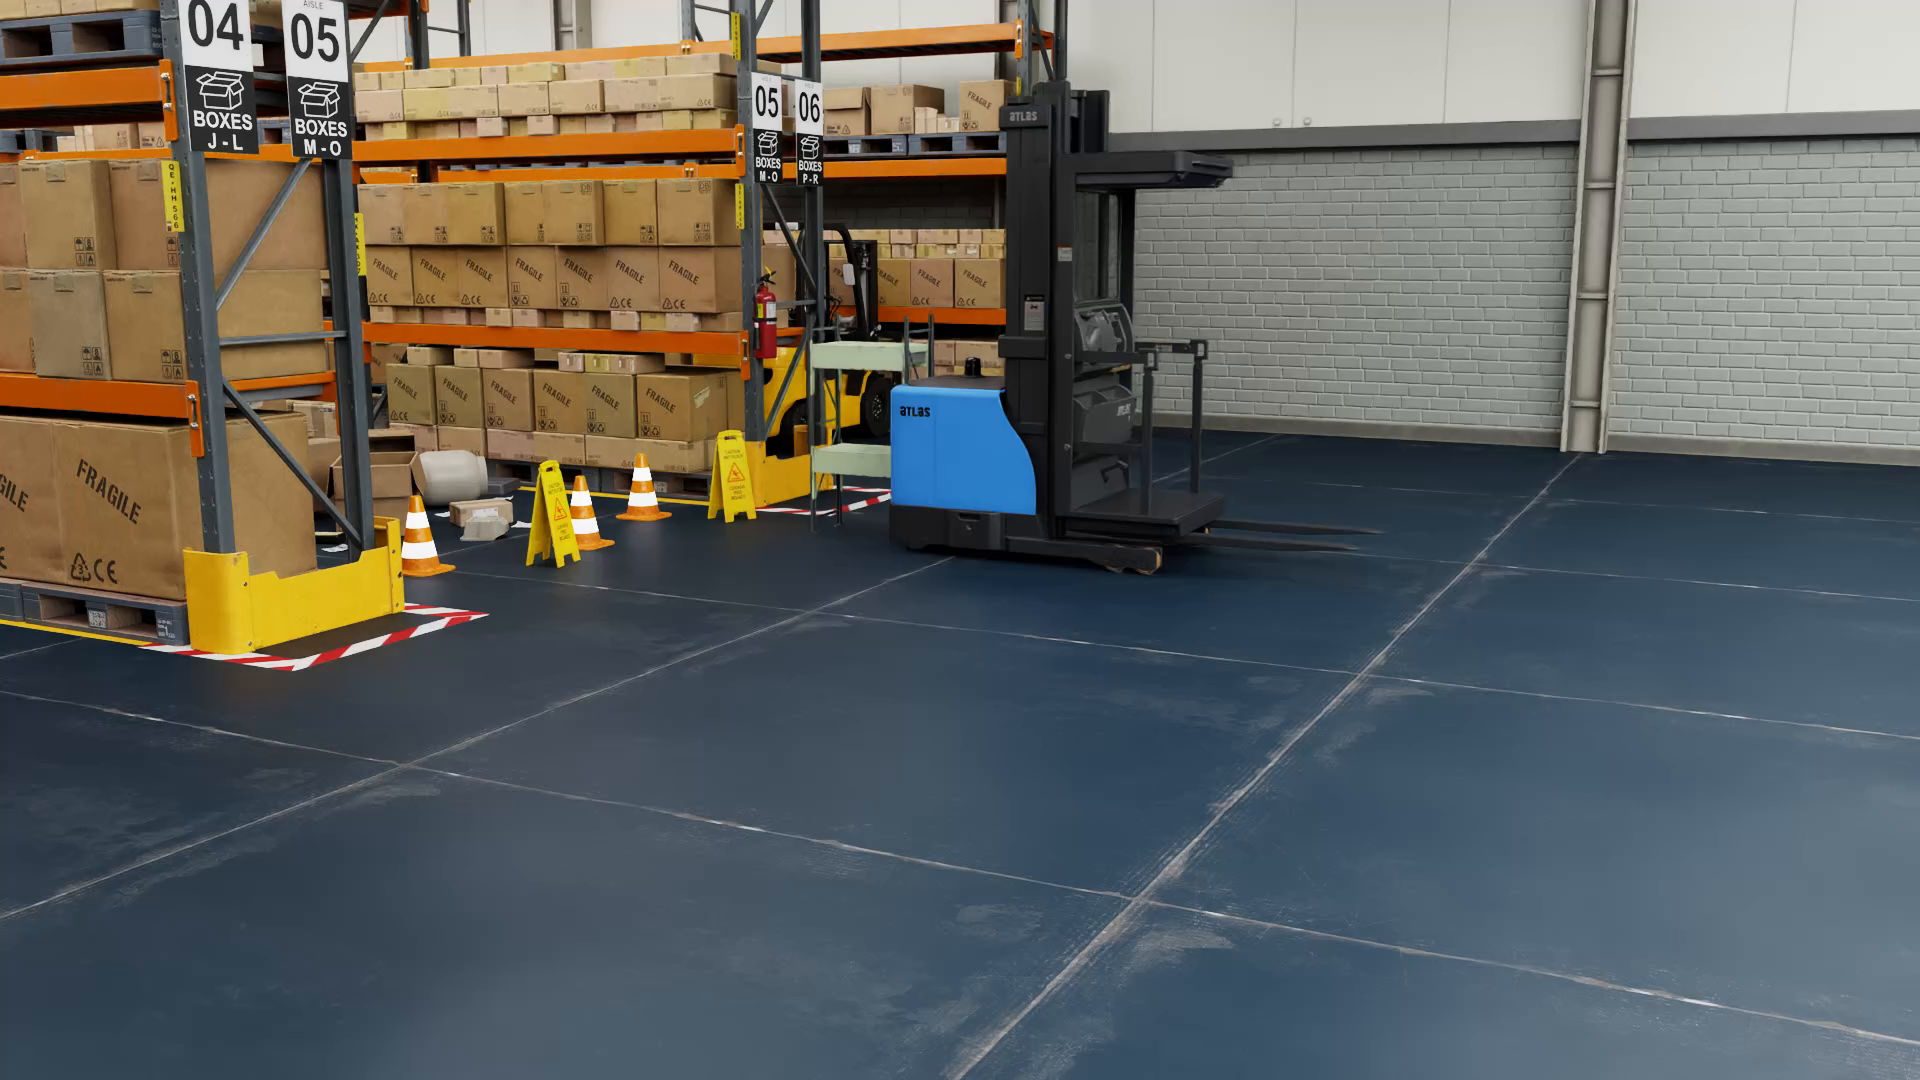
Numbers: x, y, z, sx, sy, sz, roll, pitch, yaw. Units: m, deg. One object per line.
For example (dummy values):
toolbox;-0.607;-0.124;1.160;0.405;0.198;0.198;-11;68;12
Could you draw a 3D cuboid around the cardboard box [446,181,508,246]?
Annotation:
cardboard box;-3.757;-2.663;13.599;0.500;0.500;0.700;5;11;25

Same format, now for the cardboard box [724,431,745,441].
cardboard box;-1.957;-0.779;13.652;0.500;0.250;0.500;5;11;25

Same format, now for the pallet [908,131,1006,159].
pallet;0.215;-4.103;17.302;1.213;0.211;1.003;5;11;26

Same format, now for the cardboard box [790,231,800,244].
cardboard box;-1.658;-3.290;18.050;0.250;0.149;0.380;5;11;25

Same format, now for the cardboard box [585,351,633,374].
cardboard box;-2.772;-1.419;13.264;0.250;0.149;0.380;5;12;27

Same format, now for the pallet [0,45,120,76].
pallet;-5.223;-2.604;9.022;1.213;0.211;1.003;5;11;26

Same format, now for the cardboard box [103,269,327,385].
cardboard box;-3.808;-1.115;8.545;0.550;0.550;0.875;5;11;26

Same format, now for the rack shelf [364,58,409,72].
rack shelf;-8.131;-5.800;21.150;4.000;0.370;1.077;5;11;26

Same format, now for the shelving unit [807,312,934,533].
shelving unit;-0.605;-0.789;11.378;0.755;1.500;0.431;5;11;25

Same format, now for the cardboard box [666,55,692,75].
cardboard box;-2.004;-3.568;12.566;0.250;0.149;0.380;5;12;27

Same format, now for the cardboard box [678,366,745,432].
cardboard box;-1.978;-1.150;13.595;0.500;0.500;0.500;5;11;24

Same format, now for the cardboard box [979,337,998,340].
cardboard box;0.490;-2.024;17.726;0.500;0.250;0.500;5;11;25

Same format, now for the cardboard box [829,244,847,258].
cardboard box;-1.203;-3.102;17.844;0.250;0.149;0.380;5;11;25

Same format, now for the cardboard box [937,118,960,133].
cardboard box;-0.040;-4.235;17.033;0.250;0.149;0.380;5;11;24

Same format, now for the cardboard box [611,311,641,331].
cardboard box;-2.527;-1.730;13.074;0.250;0.149;0.380;5;12;27

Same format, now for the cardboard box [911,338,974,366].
cardboard box;-0.174;-1.982;17.492;0.500;0.250;0.500;5;12;27

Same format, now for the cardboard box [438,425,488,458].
cardboard box;-4.049;-0.856;14.081;0.500;0.250;0.500;6;12;29

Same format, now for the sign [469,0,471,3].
sign;-6.095;-6.819;20.574;0.005;0.325;0.100;5;11;26

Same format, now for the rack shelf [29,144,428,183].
rack shelf;-6.736;-3.412;15.259;4.000;0.370;1.077;5;11;26

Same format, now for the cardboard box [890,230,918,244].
cardboard box;-0.532;-3.185;17.467;0.250;0.149;0.380;5;12;27

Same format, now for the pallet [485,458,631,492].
pallet;-3.227;-0.617;14.048;1.213;0.211;1.003;5;11;26

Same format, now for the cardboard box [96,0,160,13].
cardboard box;-3.903;-2.599;7.992;0.250;0.149;0.380;5;11;26

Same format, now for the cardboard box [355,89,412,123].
cardboard box;-4.669;-3.603;13.877;0.500;0.250;0.500;5;11;25

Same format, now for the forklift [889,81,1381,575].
forklift;1.093;-1.340;10.404;3.031;2.935;1.130;5;11;25

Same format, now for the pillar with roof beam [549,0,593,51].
pillar with roof beam;-6.674;-5.547;16.609;0.400;9.000;9.100;5;11;26

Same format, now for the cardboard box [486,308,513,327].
cardboard box;-3.659;-1.831;13.628;0.250;0.149;0.380;5;11;26

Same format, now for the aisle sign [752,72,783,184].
aisle sign;-1.428;-3.045;12.335;0.004;0.787;0.394;5;11;26

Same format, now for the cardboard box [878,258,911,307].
cardboard box;-0.641;-2.739;17.662;0.500;0.500;0.500;5;11;25

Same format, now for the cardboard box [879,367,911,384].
cardboard box;-0.655;-1.777;17.764;0.500;0.250;0.500;5;11;25

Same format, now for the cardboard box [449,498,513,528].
cardboard box;-3.424;-0.195;11.891;0.380;0.149;0.250;-7;12;-33

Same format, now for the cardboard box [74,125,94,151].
cardboard box;-8.094;-3.786;15.679;0.258;0.266;0.396;5;11;26

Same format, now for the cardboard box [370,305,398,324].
cardboard box;-4.802;-1.933;14.193;0.250;0.149;0.380;5;11;26

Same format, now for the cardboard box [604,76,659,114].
cardboard box;-2.379;-3.405;12.786;0.500;0.250;0.500;5;11;25

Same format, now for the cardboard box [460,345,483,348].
cardboard box;-5.784;-2.228;20.605;0.625;0.625;0.875;5;12;28

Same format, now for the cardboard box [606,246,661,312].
cardboard box;-2.411;-2.052;13.029;0.500;0.500;0.500;5;11;26

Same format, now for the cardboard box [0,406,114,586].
cardboard box;-4.883;-0.292;9.207;0.875;0.875;0.875;5;11;25

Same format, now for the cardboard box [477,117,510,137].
cardboard box;-3.654;-3.306;13.355;0.250;0.149;0.380;5;11;25

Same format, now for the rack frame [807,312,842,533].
rack frame;-0.936;-0.817;11.532;0.023;1.500;0.400;5;11;25

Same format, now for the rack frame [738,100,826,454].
rack frame;-1.356;-1.817;12.849;0.127;3.000;1.000;5;11;26

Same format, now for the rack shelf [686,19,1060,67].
rack shelf;-0.956;-5.169;17.667;4.000;0.370;1.077;5;11;26

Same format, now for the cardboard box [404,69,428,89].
cardboard box;-4.326;-3.762;13.639;0.250;0.149;0.380;5;11;24

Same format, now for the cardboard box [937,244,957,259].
cardboard box;-0.046;-3.007;17.320;0.250;0.149;0.380;5;12;27

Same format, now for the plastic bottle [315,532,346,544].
plastic bottle;-4.276;-0.015;11.140;0.283;0.061;0.133;1;10;6

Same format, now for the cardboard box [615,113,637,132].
cardboard box;-2.458;-3.225;12.907;0.250;0.149;0.380;5;11;26

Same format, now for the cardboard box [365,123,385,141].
cardboard box;-4.770;-3.421;13.990;0.250;0.149;0.380;5;11;25

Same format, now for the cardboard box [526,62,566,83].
cardboard box;-3.180;-3.657;13.058;0.250;0.149;0.380;5;12;27

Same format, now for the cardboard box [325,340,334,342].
cardboard box;-8.069;-2.644;21.435;0.250;0.149;0.380;4;11;23

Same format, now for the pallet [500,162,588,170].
pallet;-4.685;-4.497;19.763;1.213;0.211;1.003;6;12;28

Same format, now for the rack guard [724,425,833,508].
rack guard;-1.424;-0.593;13.105;0.348;0.500;1.175;5;11;26

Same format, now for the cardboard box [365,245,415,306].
cardboard box;-4.672;-2.249;14.118;0.500;0.500;0.500;5;11;26

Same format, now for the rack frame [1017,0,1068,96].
rack frame;0.837;-5.562;16.697;0.127;3.000;1.000;5;11;26

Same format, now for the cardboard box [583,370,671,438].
cardboard box;-2.659;-1.102;13.333;0.500;0.500;0.500;6;12;28

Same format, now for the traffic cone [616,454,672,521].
traffic cone;-2.312;-0.397;12.124;0.334;0.463;0.336;5;11;26

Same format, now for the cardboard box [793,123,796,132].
cardboard box;-1.793;-4.389;17.884;0.250;0.149;0.380;5;12;28

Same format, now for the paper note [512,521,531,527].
paper note;-3.084;-0.113;11.769;0.142;0.019;0.148;1;10;6
